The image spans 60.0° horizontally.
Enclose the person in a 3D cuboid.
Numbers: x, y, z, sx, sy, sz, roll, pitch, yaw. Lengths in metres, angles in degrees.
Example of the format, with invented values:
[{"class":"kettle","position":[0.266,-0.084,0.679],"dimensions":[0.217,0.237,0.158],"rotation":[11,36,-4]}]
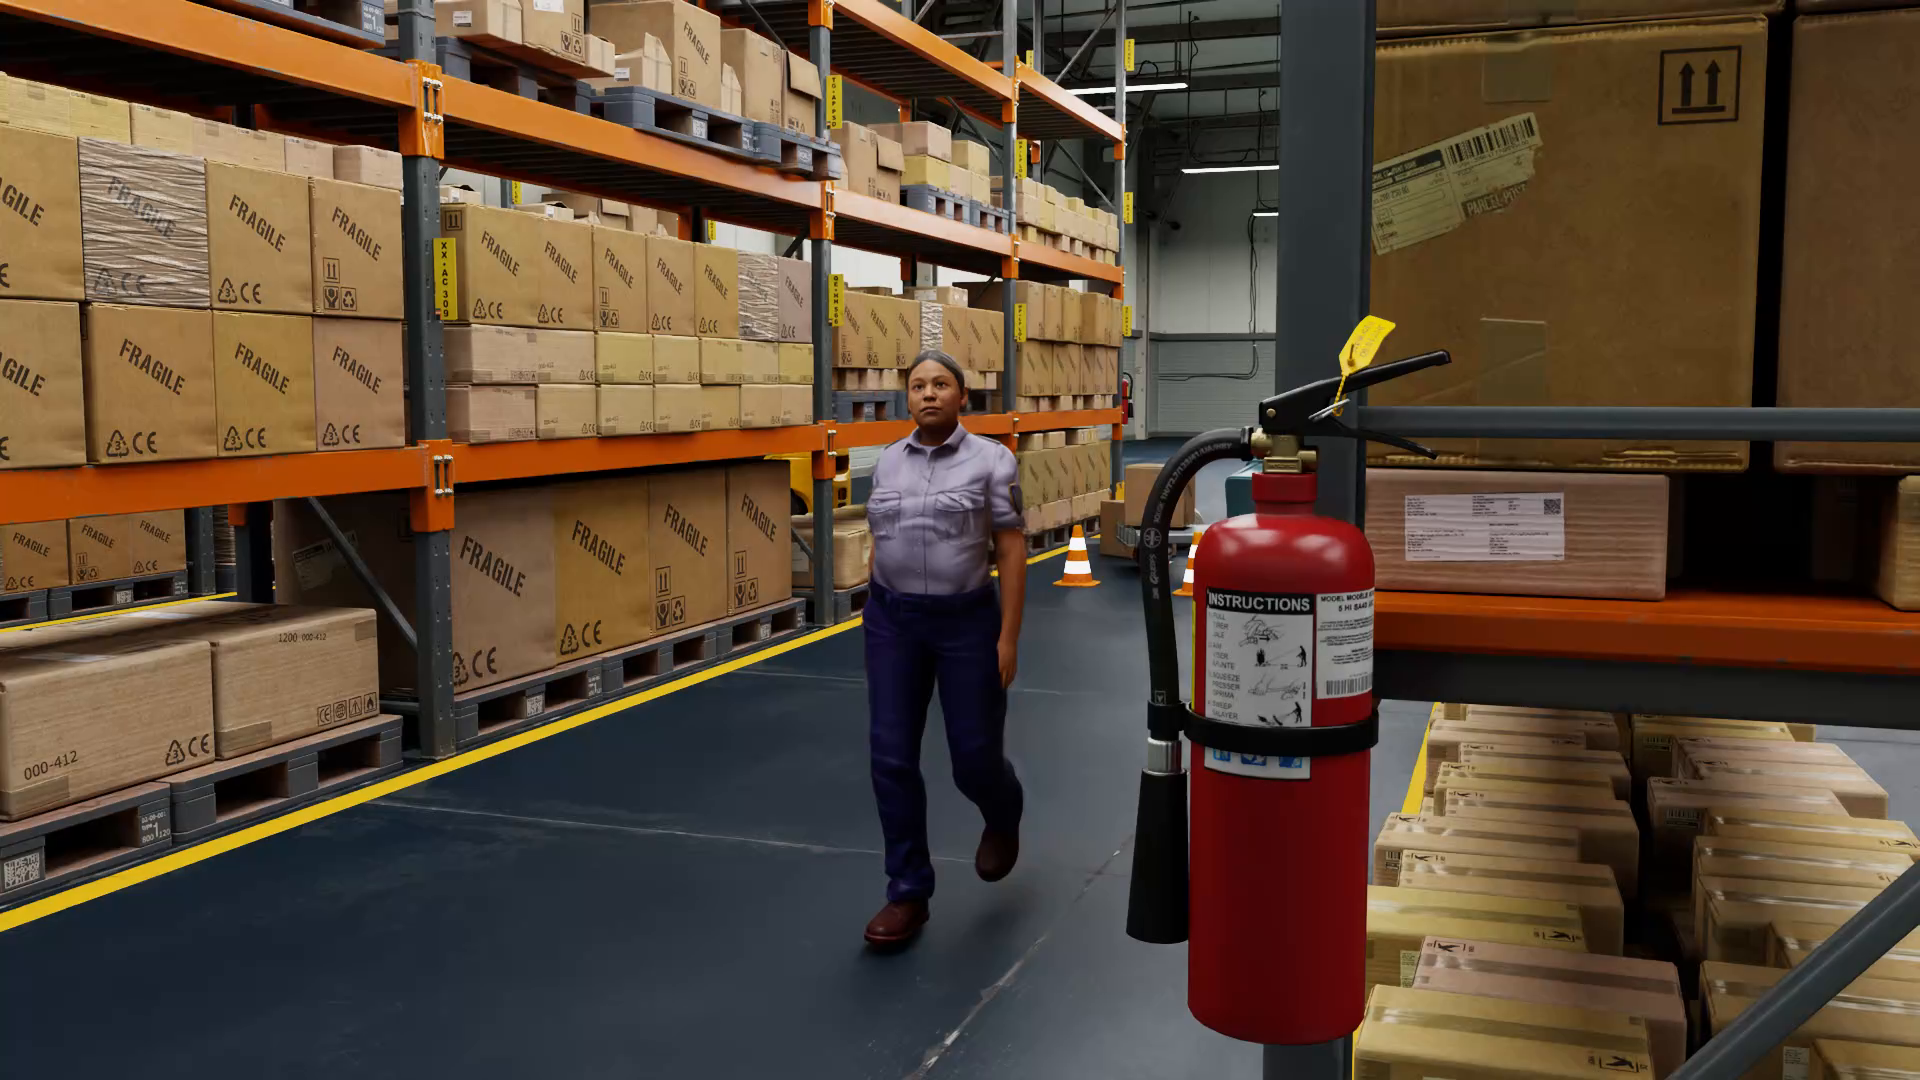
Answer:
[{"class":"person","position":[-0.038,0.273,4.750],"dimensions":[0.482,1.623,0.703],"rotation":[2,6,18]}]
